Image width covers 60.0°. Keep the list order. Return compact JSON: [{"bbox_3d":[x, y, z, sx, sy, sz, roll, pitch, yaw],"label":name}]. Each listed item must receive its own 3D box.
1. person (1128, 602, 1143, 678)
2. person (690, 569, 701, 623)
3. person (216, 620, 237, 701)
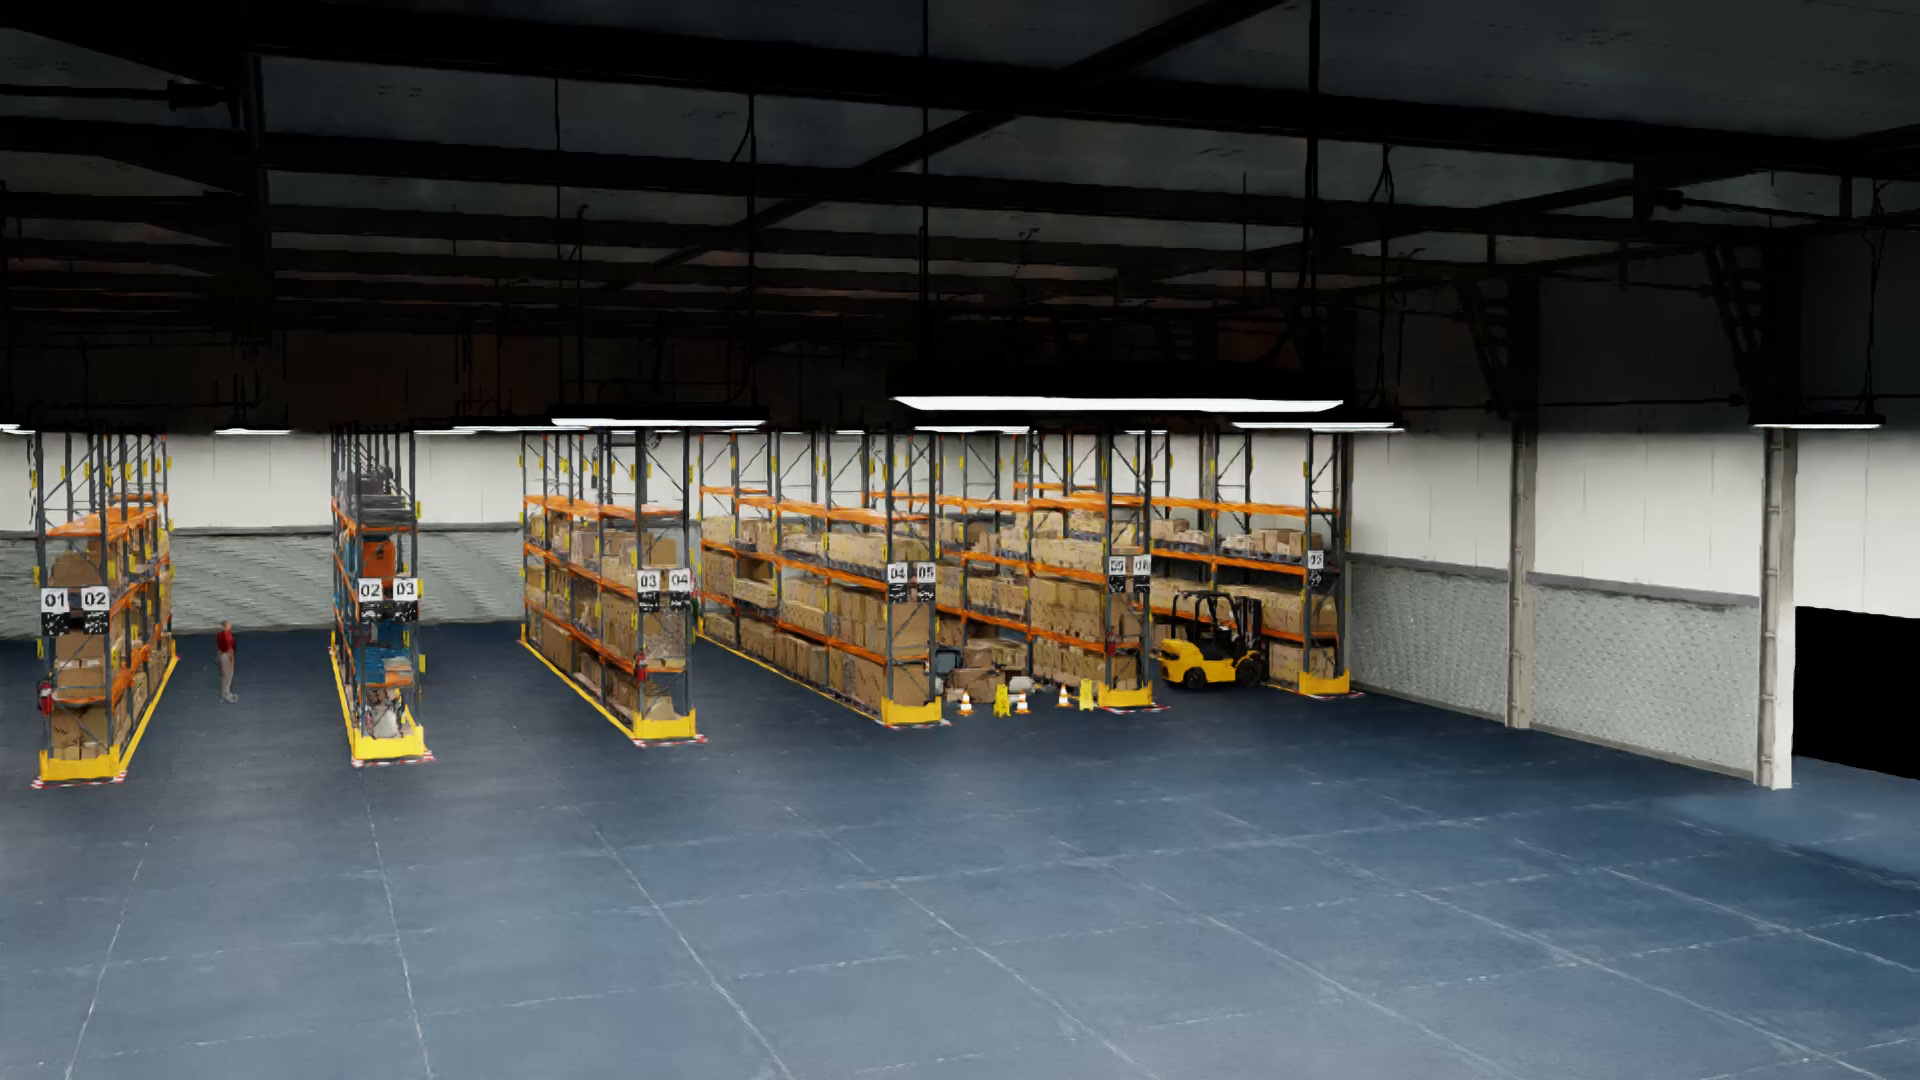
[{"bbox_3d":[4.048,2.364,39.295,0.551,1.782,0.636,0,4,7],"label":"person"},{"bbox_3d":[-8.131,1.729,50.224,0.595,1.745,0.985,0,4,1],"label":"person"},{"bbox_3d":[-15.821,2.595,35.975,0.626,1.738,0.476,3,5,43],"label":"person"}]
